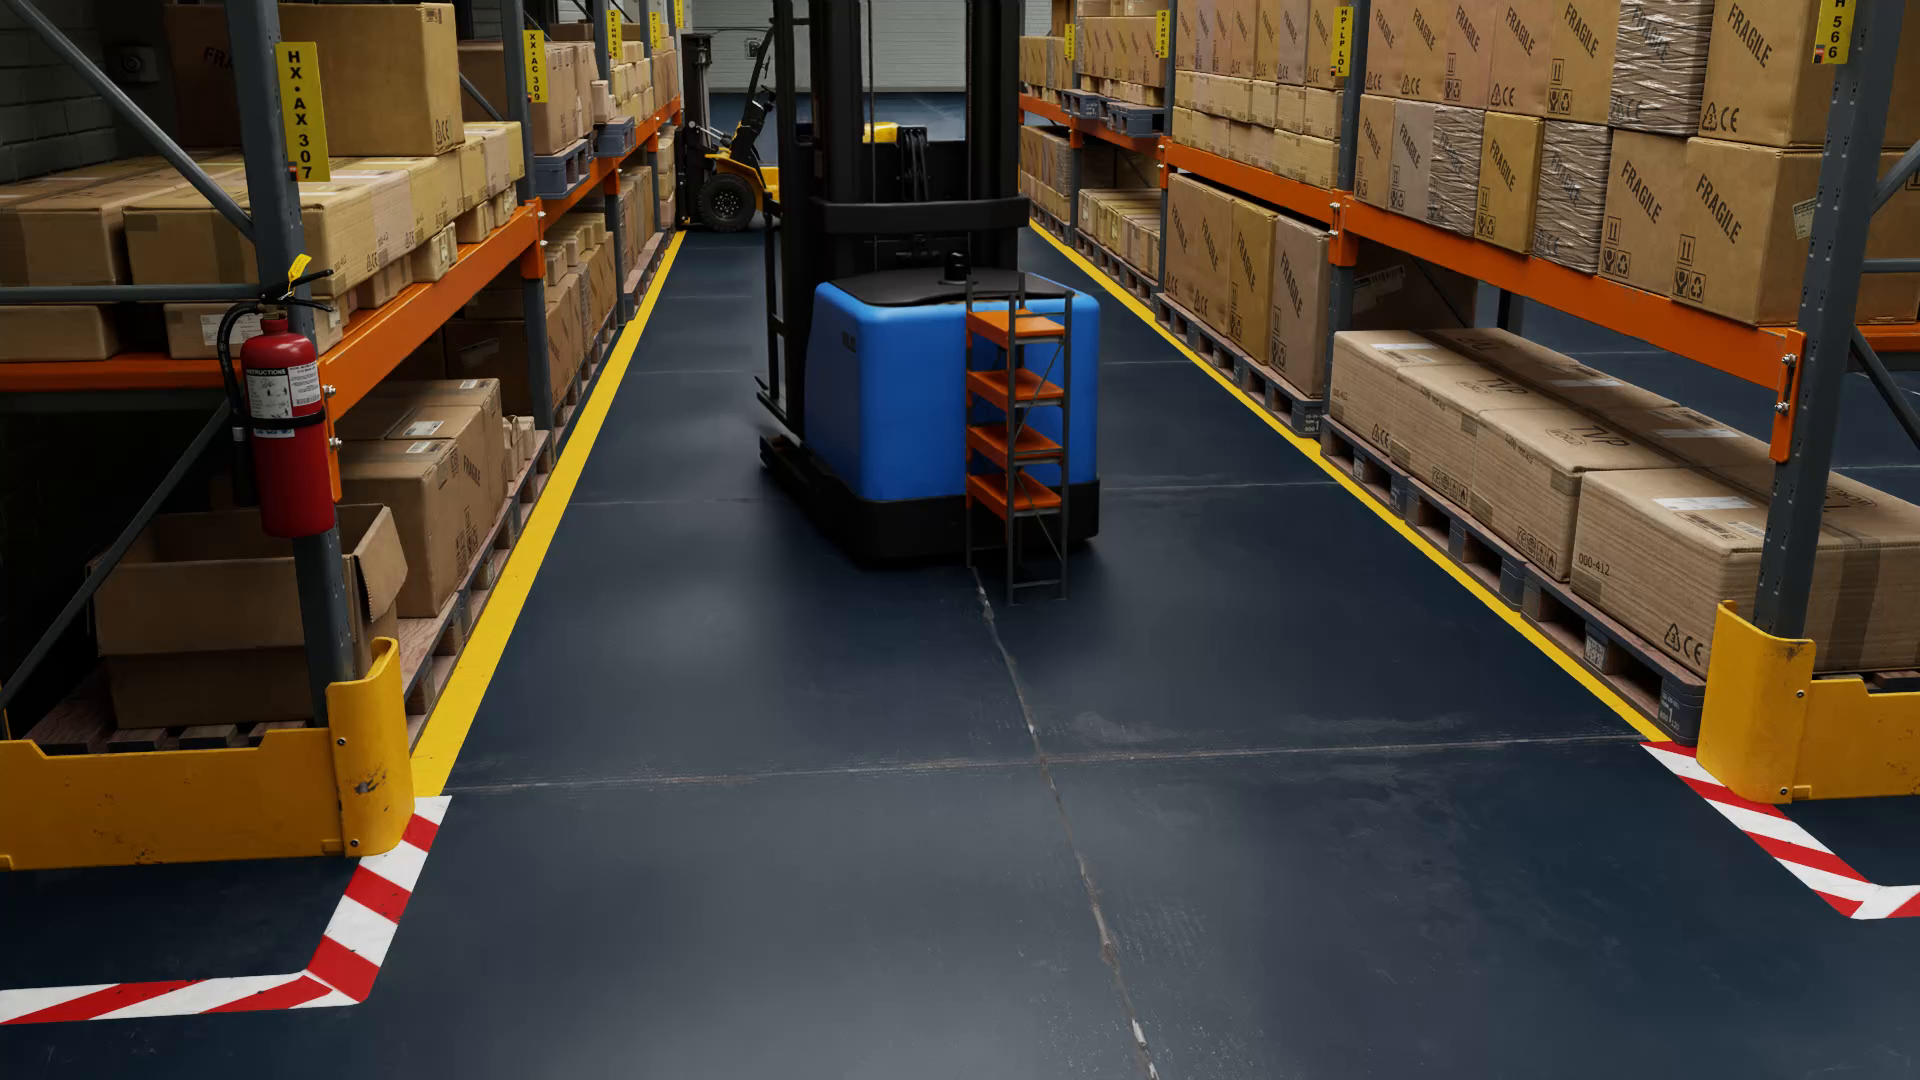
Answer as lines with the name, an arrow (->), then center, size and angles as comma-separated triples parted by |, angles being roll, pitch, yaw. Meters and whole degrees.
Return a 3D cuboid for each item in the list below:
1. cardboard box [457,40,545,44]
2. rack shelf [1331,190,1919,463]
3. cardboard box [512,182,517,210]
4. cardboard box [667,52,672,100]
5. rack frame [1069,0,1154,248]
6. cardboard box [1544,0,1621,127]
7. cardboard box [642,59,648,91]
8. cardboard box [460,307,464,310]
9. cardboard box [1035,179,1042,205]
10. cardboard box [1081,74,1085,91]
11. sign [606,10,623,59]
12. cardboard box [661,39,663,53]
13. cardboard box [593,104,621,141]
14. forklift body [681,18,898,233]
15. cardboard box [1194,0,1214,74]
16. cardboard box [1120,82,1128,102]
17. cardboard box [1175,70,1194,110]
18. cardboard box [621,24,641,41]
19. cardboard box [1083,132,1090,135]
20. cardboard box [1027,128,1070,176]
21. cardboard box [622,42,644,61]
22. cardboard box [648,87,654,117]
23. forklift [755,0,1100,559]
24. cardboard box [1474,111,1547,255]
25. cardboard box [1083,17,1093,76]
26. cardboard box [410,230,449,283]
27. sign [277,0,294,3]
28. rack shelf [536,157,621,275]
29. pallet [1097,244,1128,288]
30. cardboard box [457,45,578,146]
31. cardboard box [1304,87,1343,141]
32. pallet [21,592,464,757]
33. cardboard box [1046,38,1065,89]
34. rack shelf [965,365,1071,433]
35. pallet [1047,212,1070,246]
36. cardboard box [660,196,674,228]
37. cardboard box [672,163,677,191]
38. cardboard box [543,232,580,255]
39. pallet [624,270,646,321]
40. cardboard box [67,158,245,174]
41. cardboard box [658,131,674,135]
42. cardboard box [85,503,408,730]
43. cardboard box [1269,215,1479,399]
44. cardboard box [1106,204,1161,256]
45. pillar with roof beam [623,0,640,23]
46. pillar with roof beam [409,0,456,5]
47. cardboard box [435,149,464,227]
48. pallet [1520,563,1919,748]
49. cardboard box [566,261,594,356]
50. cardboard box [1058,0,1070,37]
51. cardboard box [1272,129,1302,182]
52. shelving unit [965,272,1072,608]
cardboard box -> -3.044, -3.067, 11.070 | 0.500, 0.500, 0.500 | -1, 17, -3
rack shelf -> 2.614, -1.001, 6.558 | 1.077, 0.370, 4.000 | -2, 18, -6
cardboard box -> -2.245, -1.578, 7.616 | 0.380, 0.149, 0.250 | -2, 17, -5
cardboard box -> -3.358, -4.962, 17.808 | 0.500, 0.500, 0.500 | -2, 18, -7
rack frame -> 1.582, -4.323, 15.940 | 1.000, 3.000, 0.127 | -2, 18, -6
cardboard box -> 2.402, -1.711, 5.784 | 0.500, 0.500, 0.500 | -2, 18, -6
cardboard box -> -2.989, -4.044, 14.467 | 0.500, 0.250, 0.500 | -2, 18, -7
cardboard box -> -2.407, -1.298, 8.692 | 0.380, 0.149, 0.250 | -2, 18, -7
cardboard box -> 1.092, -3.840, 18.290 | 0.500, 0.250, 0.500 | -1, 17, -2
cardboard box -> 1.325, -4.229, 15.359 | 0.380, 0.149, 0.250 | -2, 17, -5
sign -> -2.403, -3.511, 11.553 | 0.100, 0.325, 0.005 | -2, 18, -6
cardboard box -> -3.266, -5.090, 17.133 | 0.380, 0.149, 0.250 | -2, 18, -7
cardboard box -> -2.745, -3.045, 12.119 | 0.500, 0.250, 0.500 | -2, 18, -5
forklift body -> -1.757, -4.447, 17.751 | 2.313, 2.155, 1.214 | -2, 18, -6
cardboard box -> 1.863, -3.354, 11.017 | 0.500, 0.500, 0.500 | -2, 18, -5
cardboard box -> 1.496, -3.610, 13.388 | 0.380, 0.149, 0.250 | -1, 17, -5
cardboard box -> 1.801, -3.140, 11.586 | 0.500, 0.250, 0.500 | -2, 18, -6
cardboard box -> -3.092, -4.772, 15.623 | 0.380, 0.149, 0.250 | -1, 17, -5
cardboard box -> 1.614, -4.225, 18.263 | 0.500, 0.500, 0.500 | -2, 18, -7
cardboard box -> 1.039, -4.350, 18.661 | 0.500, 0.500, 0.500 | -2, 18, -8
cardboard box -> -2.922, -4.206, 14.316 | 0.380, 0.149, 0.250 | -2, 18, -7
cardboard box -> -3.042, -3.955, 15.018 | 0.500, 0.250, 0.500 | -1, 17, -4
forklift -> -0.361, -1.725, 7.777 | 1.130, 2.935, 3.031 | -6, 18, -17
cardboard box -> 2.341, -1.388, 6.422 | 0.500, 0.500, 0.500 | -1, 17, -4
cardboard box -> 1.398, -4.415, 14.869 | 0.500, 0.500, 0.500 | -2, 18, -5
cardboard box -> -1.961, -0.965, 5.664 | 0.380, 0.149, 0.250 | -2, 18, -7
sign -> -3.081, -2.319, 7.624 | 0.100, 0.325, 0.005 | -2, 18, -6
rack shelf -> -2.736, -2.038, 9.862 | 1.077, 0.370, 4.000 | -2, 18, -6
pallet -> 1.793, -2.397, 14.458 | 1.003, 0.211, 1.213 | -2, 18, -6
cardboard box -> -2.410, -2.339, 8.750 | 0.700, 0.500, 0.500 | -2, 17, -5
cardboard box -> 2.120, -2.231, 8.690 | 0.500, 0.250, 0.500 | -2, 18, -6
pallet -> -2.208, 0.477, 5.306 | 1.003, 0.211, 1.213 | -2, 18, -6
cardboard box -> 1.171, -4.945, 17.257 | 0.500, 0.500, 0.500 | -1, 17, -4
rack shelf -> 0.216, -0.545, 6.389 | 0.258, 0.148, 0.480 | -6, 18, -18
pallet -> 1.478, -3.192, 16.991 | 1.003, 0.211, 1.213 | -2, 18, -6
cardboard box -> -3.075, -3.212, 16.288 | 0.500, 0.250, 0.500 | -2, 18, -5
cardboard box -> -3.192, -3.750, 17.167 | 0.500, 0.250, 0.500 | -2, 18, -6
cardboard box -> -2.589, -1.840, 10.420 | 0.380, 0.149, 0.250 | -2, 18, -6
pallet -> -2.988, -1.893, 12.855 | 1.003, 0.211, 1.213 | -2, 18, -6
cardboard box -> -2.527, -1.094, 5.408 | 0.500, 0.250, 0.500 | -1, 17, -4
cardboard box -> -3.289, -4.296, 18.075 | 0.500, 0.250, 0.500 | -2, 17, -5
cardboard box -> -2.086, 0.212, 4.961 | 0.797, 0.503, 0.637 | -2, 18, -8
cardboard box -> 2.264, -1.309, 9.184 | 0.875, 0.875, 0.875 | -1, 17, -4
cardboard box -> 1.790, -2.692, 14.431 | 0.950, 0.372, 0.625 | -1, 17, -4
pillar with roof beam -> -1.548, -11.696, 29.407 | 9.100, 9.000, 0.400 | -2, 18, -6
pillar with roof beam -> 0.309, -6.333, 12.325 | 9.100, 9.000, 0.400 | -2, 18, -6
cardboard box -> -2.077, -1.260, 5.937 | 0.500, 0.250, 0.500 | -2, 18, -7
pallet -> 2.660, 0.347, 5.721 | 1.003, 0.211, 1.213 | -2, 18, -6
cardboard box -> -2.515, -1.406, 10.120 | 0.500, 0.500, 0.500 | -2, 18, -8
cardboard box -> 1.484, -5.885, 18.582 | 0.700, 0.500, 0.500 | -2, 18, -5
cardboard box -> 2.059, -2.146, 9.255 | 0.500, 0.250, 0.500 | -2, 18, -6
shelving unit -> 0.216, -0.396, 6.436 | 0.258, 1.200, 0.503 | -6, 18, -18
